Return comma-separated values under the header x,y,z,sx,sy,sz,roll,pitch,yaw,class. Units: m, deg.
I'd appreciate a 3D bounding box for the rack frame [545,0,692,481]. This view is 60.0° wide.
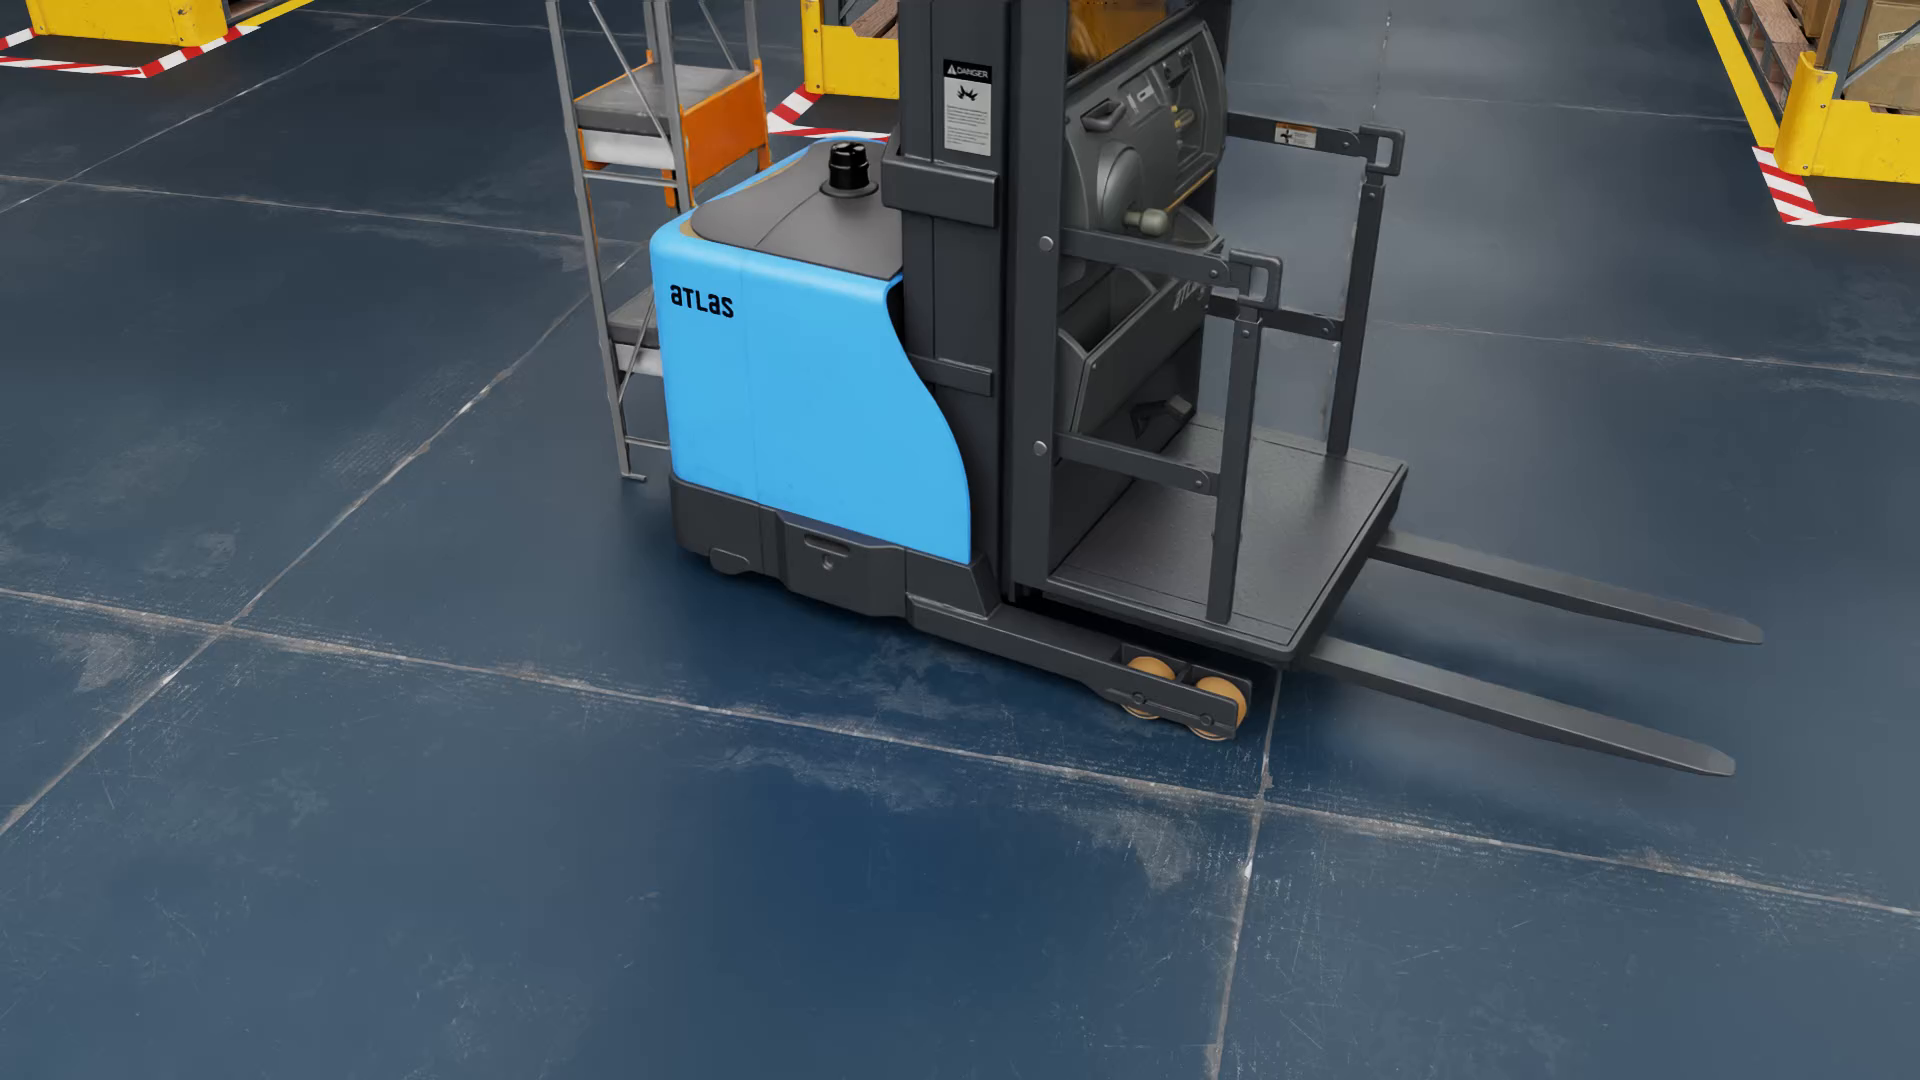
x,y,z,sx,sy,sz,roll,pitch,yaw,class
-0.984,-1.075,4.969,0.400,2.100,0.015,11,34,20,rack frame

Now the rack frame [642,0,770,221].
x,y,z,sx,sy,sz,roll,pitch,yaw,class
-0.795,-1.316,5.349,0.400,2.100,0.015,11,34,20,rack frame

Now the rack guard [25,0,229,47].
x,y,z,sx,sy,sz,roll,pitch,yaw,class
-5.027,-3.290,9.959,1.175,0.500,0.348,8,33,12,rack guard

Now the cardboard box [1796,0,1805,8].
x,y,z,sx,sy,sz,roll,pitch,yaw,class
5.215,-3.372,9.696,0.500,0.500,0.500,5,33,8,cardboard box

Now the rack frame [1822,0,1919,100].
x,y,z,sx,sy,sz,roll,pitch,yaw,class
4.560,-3.007,7.184,1.000,3.000,0.127,8,33,12,rack frame

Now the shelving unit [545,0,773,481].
x,y,z,sx,sy,sz,roll,pitch,yaw,class
-0.890,-1.196,5.159,0.431,2.100,0.503,11,34,20,shelving unit

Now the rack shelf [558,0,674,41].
x,y,z,sx,sy,sz,roll,pitch,yaw,class
-0.913,-1.780,4.799,0.431,0.518,0.480,11,34,20,rack shelf

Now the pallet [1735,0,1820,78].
x,y,z,sx,sy,sz,roll,pitch,yaw,class
5.131,-2.917,9.642,1.003,0.211,1.213,8,33,12,pallet

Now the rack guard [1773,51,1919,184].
x,y,z,sx,sy,sz,roll,pitch,yaw,class
4.579,-1.991,7.917,1.175,0.500,0.348,8,33,12,rack guard

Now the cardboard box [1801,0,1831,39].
x,y,z,sx,sy,sz,roll,pitch,yaw,class
5.030,-3.088,9.250,0.500,0.500,0.500,11,34,17,cardboard box

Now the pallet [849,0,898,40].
x,y,z,sx,sy,sz,roll,pitch,yaw,class
-0.046,-2.971,9.727,1.003,0.211,1.213,8,33,12,pallet

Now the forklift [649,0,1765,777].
x,y,z,sx,sy,sz,roll,pitch,yaw,class
0.664,-1.031,4.140,3.031,2.935,1.130,16,36,24,forklift

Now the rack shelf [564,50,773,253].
x,y,z,sx,sy,sz,roll,pitch,yaw,class
-0.889,-1.184,5.166,0.431,0.518,0.480,11,34,20,rack shelf

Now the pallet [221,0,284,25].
x,y,z,sx,sy,sz,roll,pitch,yaw,class
-4.868,-3.583,10.690,1.003,0.211,1.213,8,33,12,pallet

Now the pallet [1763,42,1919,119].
x,y,z,sx,sy,sz,roll,pitch,yaw,class
4.819,-2.286,8.650,1.003,0.211,1.213,8,33,12,pallet

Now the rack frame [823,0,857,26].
x,y,z,sx,sy,sz,roll,pitch,yaw,class
-0.231,-3.681,8.245,1.000,3.000,0.127,8,33,12,rack frame

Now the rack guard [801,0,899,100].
x,y,z,sx,sy,sz,roll,pitch,yaw,class
-0.257,-2.672,8.987,1.175,0.500,0.348,8,33,12,rack guard

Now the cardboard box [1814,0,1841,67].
x,y,z,sx,sy,sz,roll,pitch,yaw,class
4.853,-2.766,8.743,0.500,0.500,0.500,17,36,25,cardboard box

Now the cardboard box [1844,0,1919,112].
x,y,z,sx,sy,sz,roll,pitch,yaw,class
4.734,-2.451,8.248,0.500,0.500,0.500,14,35,21,cardboard box

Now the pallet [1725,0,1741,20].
x,y,z,sx,sy,sz,roll,pitch,yaw,class
5.439,-3.552,10.641,1.003,0.211,1.213,8,33,12,pallet

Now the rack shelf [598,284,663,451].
x,y,z,sx,sy,sz,roll,pitch,yaw,class
-0.866,-0.588,5.532,0.431,0.518,0.480,11,34,20,rack shelf
